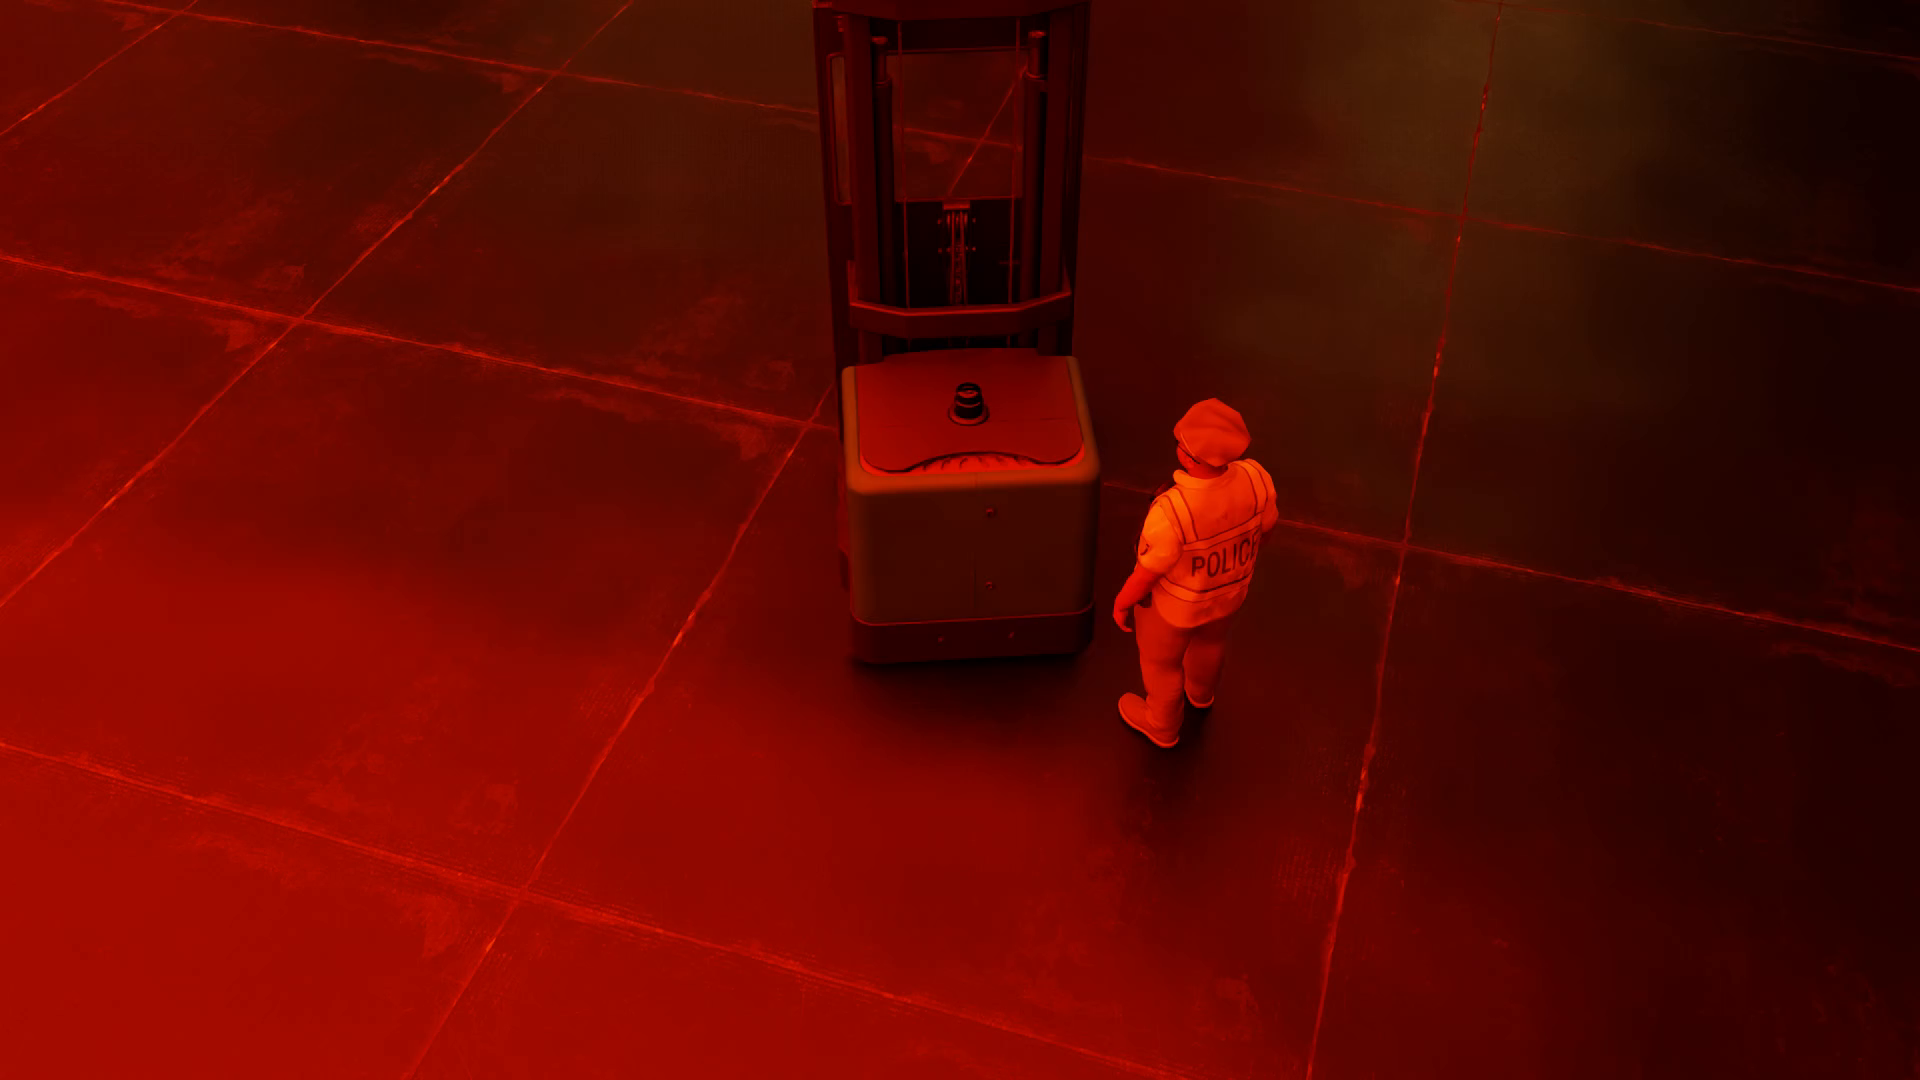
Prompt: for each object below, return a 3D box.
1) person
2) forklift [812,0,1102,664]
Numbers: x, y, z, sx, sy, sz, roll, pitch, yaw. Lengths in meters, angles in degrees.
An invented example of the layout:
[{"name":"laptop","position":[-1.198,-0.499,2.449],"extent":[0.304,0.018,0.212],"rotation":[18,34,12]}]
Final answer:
[{"name":"person","position":[0.843,0.117,6.396],"extent":[0.640,1.780,0.575],"rotation":[-20,47,-20]},{"name":"forklift","position":[-0.054,-1.537,7.341],"extent":[1.130,2.935,3.031],"rotation":[-3,43,-3]}]
